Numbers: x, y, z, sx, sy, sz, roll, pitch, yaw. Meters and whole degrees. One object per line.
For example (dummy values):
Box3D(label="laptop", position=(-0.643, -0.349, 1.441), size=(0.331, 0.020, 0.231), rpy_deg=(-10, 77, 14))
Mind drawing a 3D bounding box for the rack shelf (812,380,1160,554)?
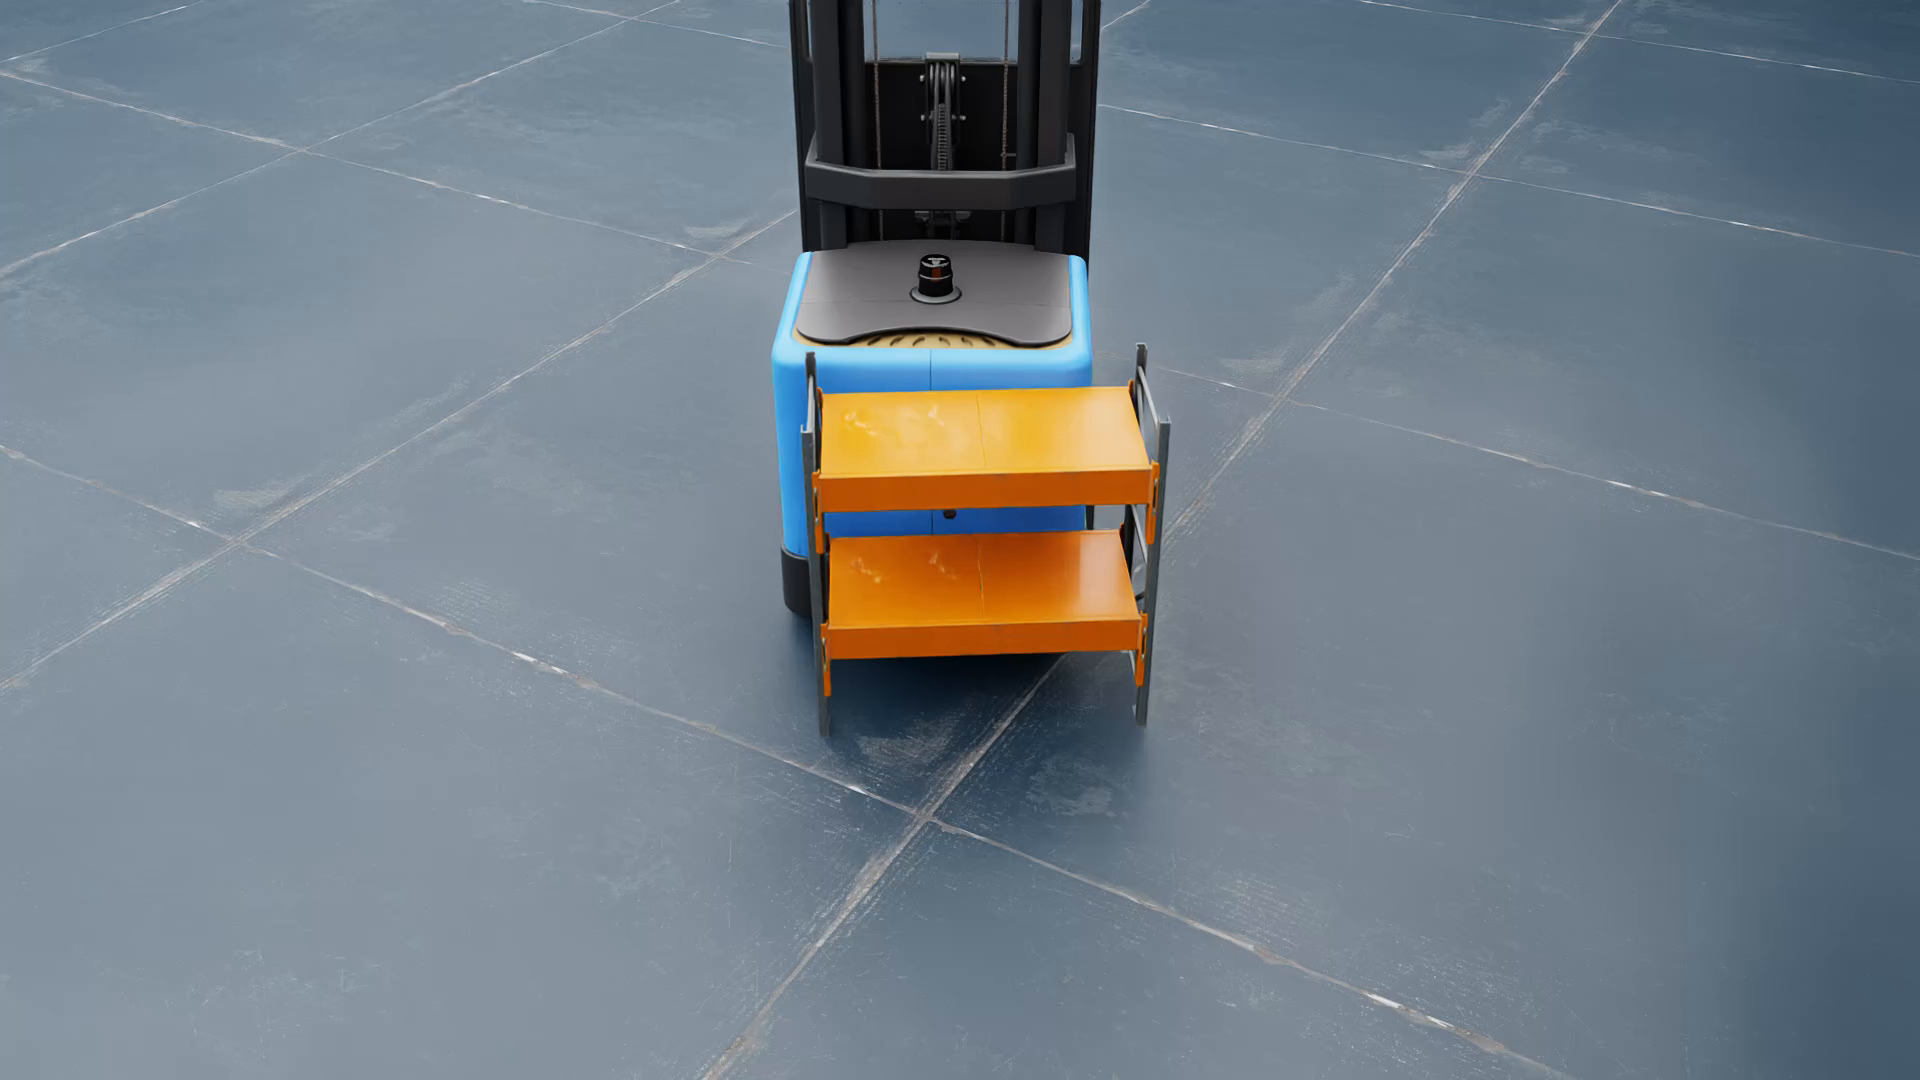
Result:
Box3D(label="rack shelf", position=(0.063, -0.230, 5.053), size=(1.000, 0.278, 0.538), rpy_deg=(-2, 34, -3))

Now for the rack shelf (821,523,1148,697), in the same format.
Box3D(label="rack shelf", position=(0.063, 0.217, 5.351), size=(1.000, 0.278, 0.538), rpy_deg=(-2, 34, -3))

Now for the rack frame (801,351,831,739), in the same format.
Box3D(label="rack frame", position=(-0.445, 0.028, 5.193), size=(0.032, 1.125, 0.500), rpy_deg=(-2, 34, -3))

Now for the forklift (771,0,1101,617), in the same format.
Box3D(label="forklift", position=(-0.045, -1.727, 6.199), size=(1.130, 2.935, 3.031), rpy_deg=(1, 34, 1))

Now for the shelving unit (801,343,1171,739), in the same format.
Box3D(label="shelving unit", position=(0.063, 0.013, 5.215), size=(1.048, 1.125, 0.538), rpy_deg=(-2, 34, -3))

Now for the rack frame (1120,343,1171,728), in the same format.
Box3D(label="rack frame", position=(0.571, -0.002, 5.238), size=(0.032, 1.125, 0.500), rpy_deg=(-2, 34, -3))
